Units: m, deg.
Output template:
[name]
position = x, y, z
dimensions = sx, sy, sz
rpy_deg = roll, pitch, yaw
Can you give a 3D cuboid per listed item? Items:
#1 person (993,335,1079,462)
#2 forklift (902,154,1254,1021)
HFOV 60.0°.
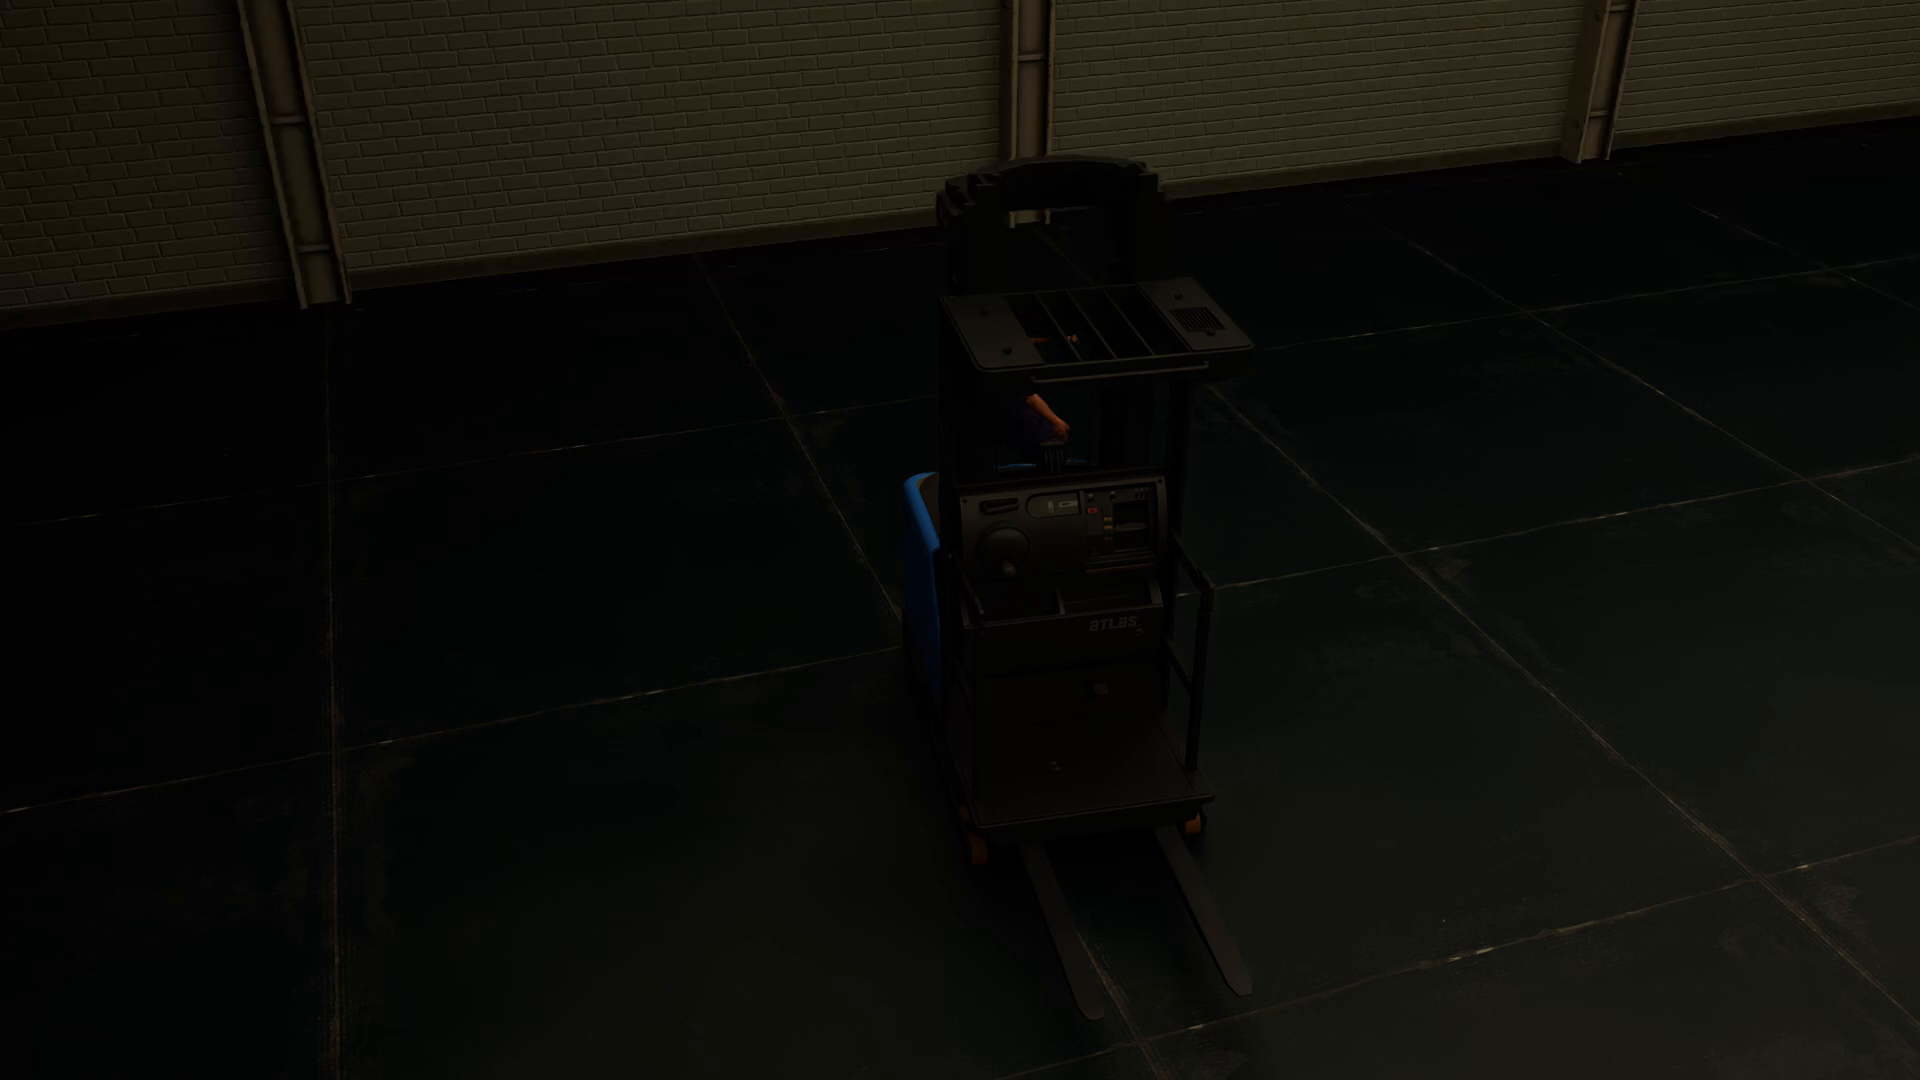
[person]
position = 0.355, -0.709, 9.671
dimensions = 0.817, 1.502, 0.799
rpy_deg = -21, 36, -32
[forklift]
position = 0.503, -0.008, 7.101
dimensions = 1.130, 2.935, 3.031
rpy_deg = -6, 30, -10
